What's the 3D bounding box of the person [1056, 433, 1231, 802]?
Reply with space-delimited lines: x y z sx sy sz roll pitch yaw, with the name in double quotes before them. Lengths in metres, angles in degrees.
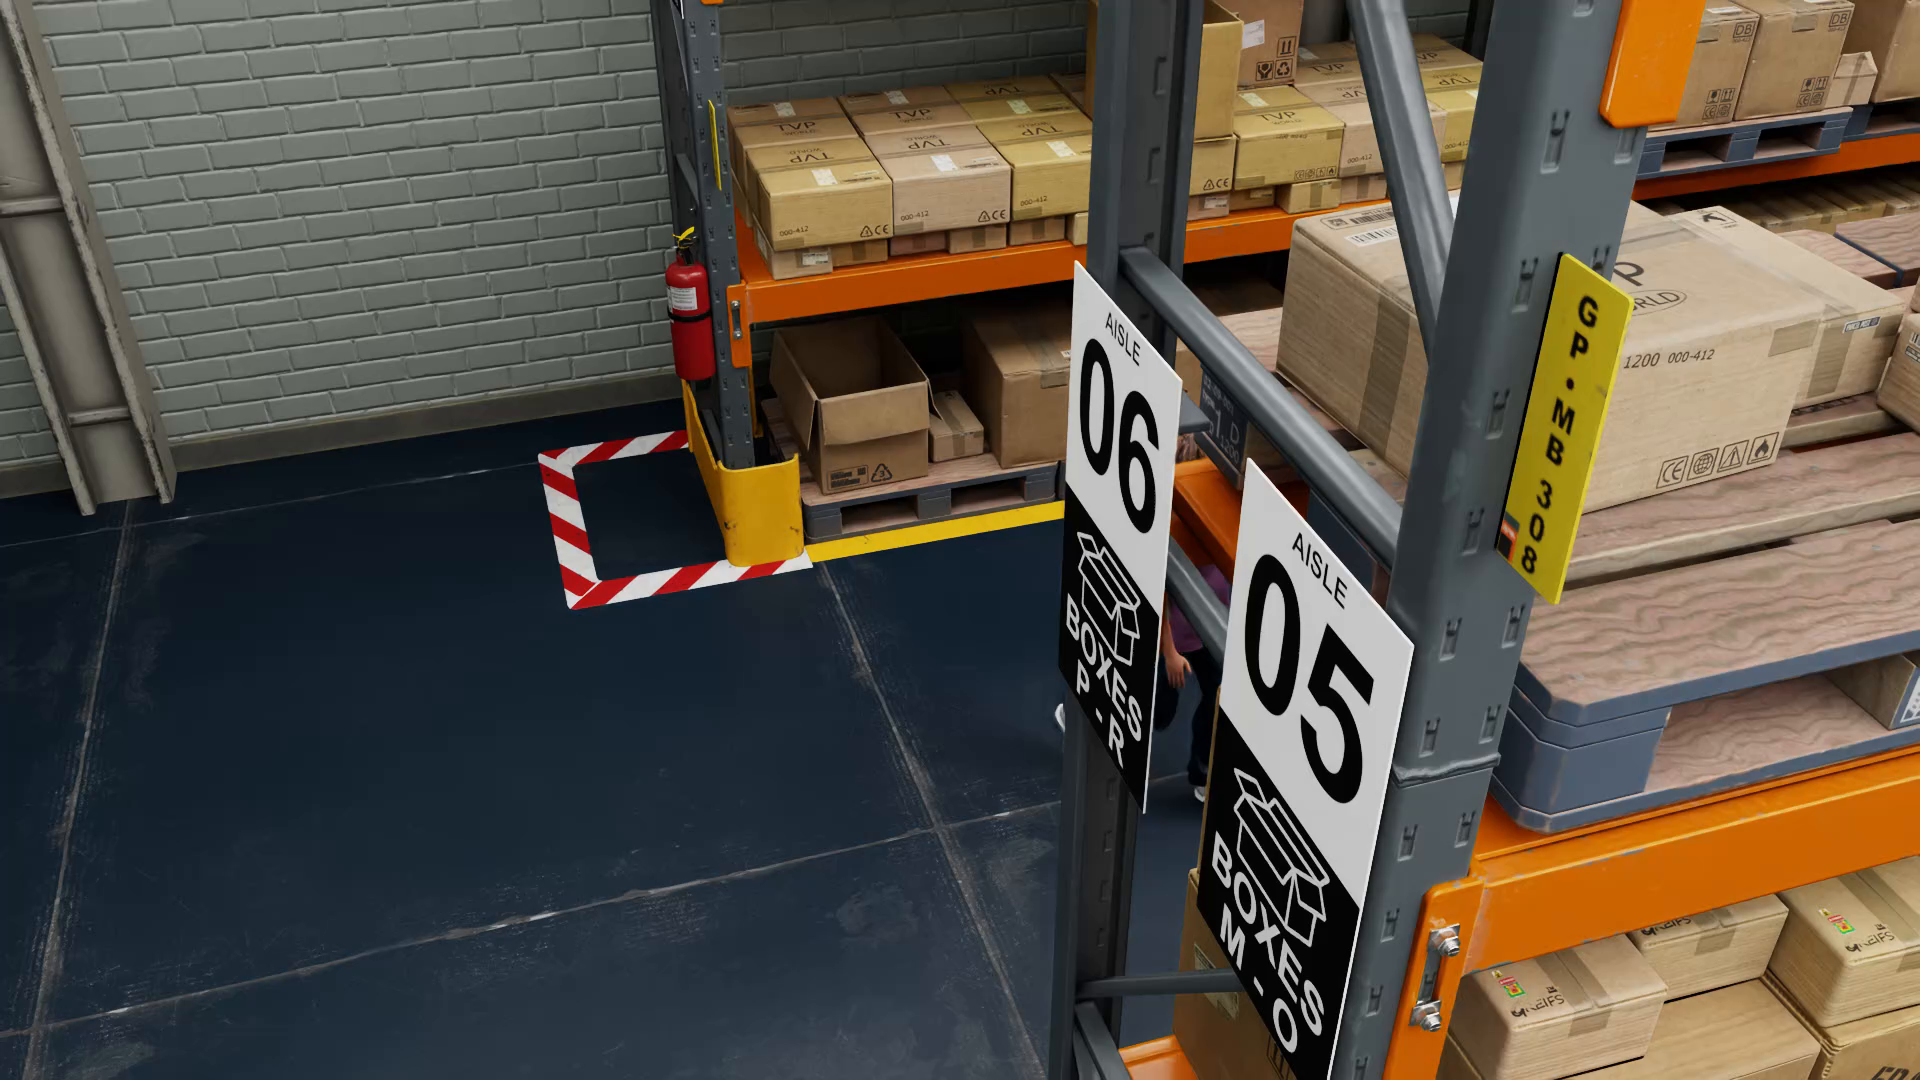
"person" 0.722 0.272 5.740 0.803 1.568 0.411 24 41 31
